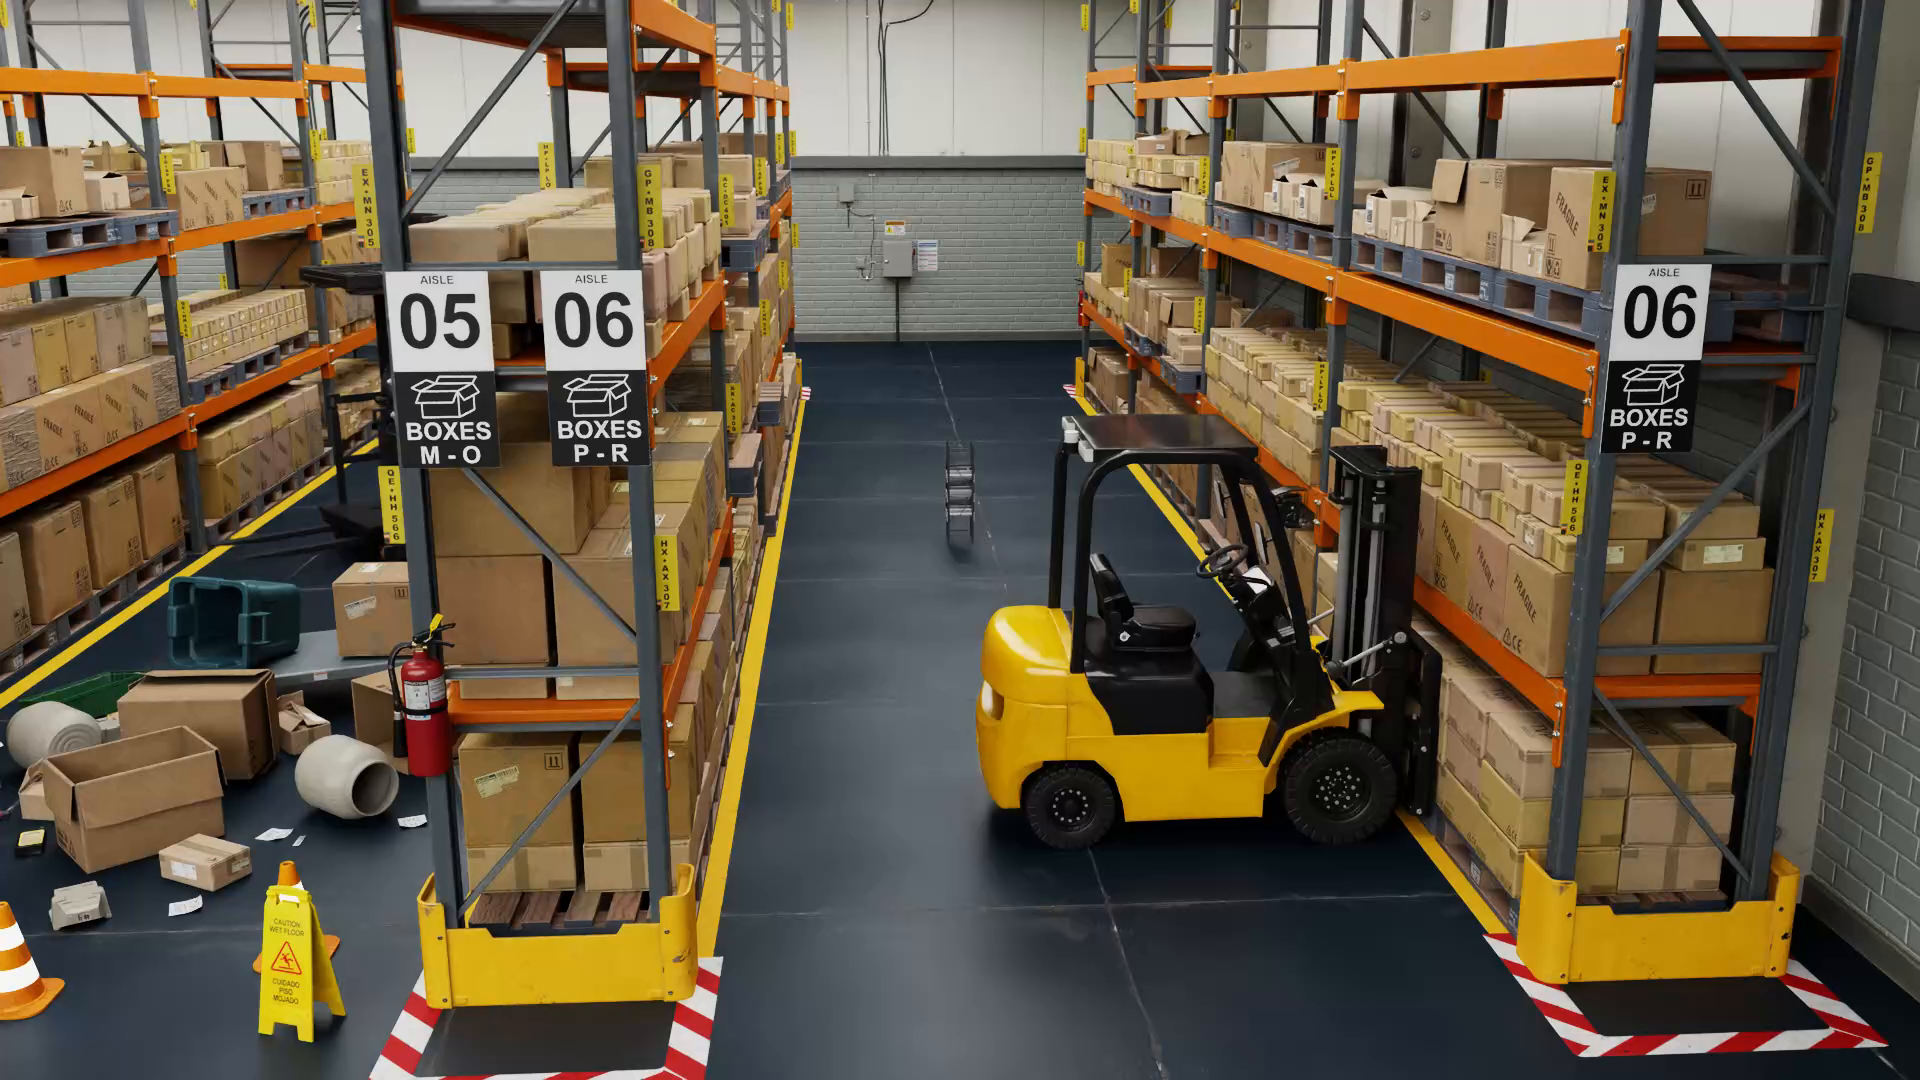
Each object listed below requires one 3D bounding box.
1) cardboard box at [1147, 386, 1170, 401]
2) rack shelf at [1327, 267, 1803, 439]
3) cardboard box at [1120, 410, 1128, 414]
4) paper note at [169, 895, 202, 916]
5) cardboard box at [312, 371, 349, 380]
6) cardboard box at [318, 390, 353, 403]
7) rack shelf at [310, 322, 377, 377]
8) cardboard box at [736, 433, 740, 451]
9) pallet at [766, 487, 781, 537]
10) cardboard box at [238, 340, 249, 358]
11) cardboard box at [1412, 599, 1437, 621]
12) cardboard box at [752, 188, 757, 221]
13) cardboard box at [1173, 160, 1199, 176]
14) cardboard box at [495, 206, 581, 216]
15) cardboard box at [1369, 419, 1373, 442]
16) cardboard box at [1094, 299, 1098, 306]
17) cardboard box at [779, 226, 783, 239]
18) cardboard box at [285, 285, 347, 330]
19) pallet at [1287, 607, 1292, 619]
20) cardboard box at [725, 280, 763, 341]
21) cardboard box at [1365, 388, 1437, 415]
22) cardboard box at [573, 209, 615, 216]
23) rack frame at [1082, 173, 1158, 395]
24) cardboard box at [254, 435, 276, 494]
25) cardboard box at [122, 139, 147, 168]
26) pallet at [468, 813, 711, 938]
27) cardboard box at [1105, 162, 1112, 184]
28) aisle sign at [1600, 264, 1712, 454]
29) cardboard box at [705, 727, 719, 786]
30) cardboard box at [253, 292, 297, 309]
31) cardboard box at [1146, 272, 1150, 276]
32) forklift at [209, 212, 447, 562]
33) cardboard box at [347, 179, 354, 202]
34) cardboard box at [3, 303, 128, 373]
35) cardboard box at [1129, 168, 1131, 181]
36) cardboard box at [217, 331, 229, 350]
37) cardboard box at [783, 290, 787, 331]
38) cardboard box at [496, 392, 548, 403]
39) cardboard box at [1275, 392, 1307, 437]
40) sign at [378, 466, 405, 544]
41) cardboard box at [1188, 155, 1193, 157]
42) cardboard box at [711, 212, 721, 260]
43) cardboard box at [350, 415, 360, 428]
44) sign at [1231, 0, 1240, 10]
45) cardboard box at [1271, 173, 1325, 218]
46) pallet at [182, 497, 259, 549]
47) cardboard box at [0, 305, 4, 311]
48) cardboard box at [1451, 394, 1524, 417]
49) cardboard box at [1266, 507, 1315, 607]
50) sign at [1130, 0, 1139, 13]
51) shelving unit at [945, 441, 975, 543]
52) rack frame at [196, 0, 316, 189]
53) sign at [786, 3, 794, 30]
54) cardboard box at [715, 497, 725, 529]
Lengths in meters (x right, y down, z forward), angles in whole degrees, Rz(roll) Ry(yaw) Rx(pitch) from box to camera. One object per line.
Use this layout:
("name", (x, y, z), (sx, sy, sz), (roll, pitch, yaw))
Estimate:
("cardboard box", (2.291, -1.641, 18.482), (0.380, 0.149, 0.250), (-1, 14, -5))
("rack shelf", (3.059, -1.113, 8.979), (1.077, 0.370, 4.000), (-1, 14, -3))
("cardboard box", (2.112, -1.452, 19.753), (0.380, 0.149, 0.250), (-1, 14, -5))
("paper note", (-3.816, 1.800, 8.193), (0.148, 0.019, 0.142), (-6, 16, -23))
("cardboard box", (-7.872, -2.026, 20.787), (0.380, 0.149, 0.250), (0, 14, -1))
("cardboard box", (-7.286, -1.648, 19.318), (0.380, 0.149, 0.250), (-1, 14, -4))
("rack shelf", (-7.572, -2.465, 20.256), (1.077, 0.370, 4.000), (-1, 14, -3))
("cardboard box", (-1.744, -0.715, 11.669), (0.380, 0.149, 0.250), (-1, 14, -2))
("pallet", (-2.240, -0.270, 15.875), (1.003, 0.211, 1.213), (-1, 14, -3))
("cardboard box", (-7.111, -1.847, 16.072), (0.380, 0.149, 0.250), (-1, 14, -3))
("cardboard box", (2.716, 0.514, 9.900), (0.500, 0.250, 0.500), (0, 14, -2))
("cardboard box", (-1.740, -2.414, 12.052), (0.500, 0.250, 0.500), (-1, 14, -4))
("cardboard box", (2.291, -3.621, 16.190), (0.380, 0.149, 0.250), (-1, 14, -3))
("cardboard box", (-2.060, -1.548, 8.133), (0.380, 0.149, 0.250), (-1, 14, -5))
("cardboard box", (2.754, -0.656, 10.279), (0.380, 0.149, 0.250), (-1, 14, -4))
("cardboard box", (2.000, -3.220, 22.249), (0.380, 0.149, 0.250), (-1, 14, -2))
("cardboard box", (-2.350, -3.726, 20.204), (0.380, 0.149, 0.250), (-1, 14, -3))
("cardboard box", (-7.228, -2.636, 18.677), (0.500, 0.500, 0.500), (-1, 14, -4))
("pallet", (2.851, 0.662, 12.254), (1.003, 0.211, 1.213), (-1, 14, -3))
("cardboard box", (-2.053, -2.082, 15.116), (0.500, 0.500, 0.500), (-1, 14, -5))
("cardboard box", (2.783, -0.865, 10.494), (0.380, 0.149, 0.250), (-1, 14, -3))
("cardboard box", (-1.627, -1.491, 7.911), (0.380, 0.149, 0.250), (-1, 14, -4))
("rack frame", (2.192, -3.490, 22.795), (1.000, 3.000, 0.127), (-1, 14, -3))
("cardboard box", (-7.061, -0.747, 16.306), (0.500, 0.500, 0.500), (-1, 14, -5))
("cardboard box", (-7.585, -3.610, 15.502), (0.396, 0.266, 0.258), (-1, 14, -3))
("pallet", (-1.790, 1.695, 8.237), (1.003, 0.211, 1.213), (-1, 14, -3))
("cardboard box", (2.073, -4.518, 20.474), (0.500, 0.250, 0.500), (-1, 14, -4))
("aisle sign", (2.894, -0.749, 6.925), (0.394, 0.787, 0.004), (-1, 14, -3))
("cardboard box", (-1.615, 1.227, 9.136), (0.500, 0.250, 0.500), (0, 14, 0))
("cardboard box", (-7.211, -2.523, 17.502), (0.380, 0.149, 0.250), (-1, 14, -5))
("cardboard box", (2.485, -3.451, 22.348), (0.500, 0.250, 0.500), (0, 14, -2))
("forklift", (-5.073, -1.358, 14.644), (3.031, 2.935, 1.130), (-13, 19, -41))
("cardboard box", (-7.267, -4.070, 19.329), (0.500, 0.250, 0.500), (0, 14, -1))
("cardboard box", (-7.150, -1.617, 13.306), (0.700, 0.500, 0.500), (-1, 14, -4))
("cardboard box", (2.061, -3.998, 18.209), (0.380, 0.149, 0.250), (-1, 14, -3))
("cardboard box", (-7.085, -1.867, 15.551), (0.380, 0.149, 0.250), (-1, 14, -3))
("cardboard box", (-2.309, -2.712, 19.571), (0.500, 0.500, 0.500), (-1, 14, -3))
("cardboard box", (-2.178, -0.485, 8.311), (0.700, 0.500, 0.500), (-1, 14, -4))
("cardboard box", (2.611, -0.921, 12.109), (0.500, 0.250, 0.500), (-1, 14, -5))
("sign", (-2.326, -0.144, 6.831), (0.100, 0.325, 0.005), (-1, 14, -3))
("cardboard box", (2.637, -4.024, 17.713), (0.380, 0.149, 0.250), (-1, 14, -5))
("cardboard box", (-1.722, -1.846, 10.090), (0.500, 0.250, 0.500), (-1, 14, -4))
("cardboard box", (-7.234, -1.362, 19.402), (0.380, 0.149, 0.250), (-1, 14, -4))
("sign", (2.993, -5.940, 18.084), (0.100, 0.325, 0.005), (-1, 14, -3))
("cardboard box", (2.600, -2.534, 12.196), (0.500, 0.311, 0.500), (-1, 14, -5))
("pallet", (-7.248, -0.165, 15.469), (1.003, 0.211, 1.213), (-1, 14, -3))
("cardboard box", (-12.255, -2.865, 20.870), (0.380, 0.149, 0.250), (-1, 14, -2))
("cardboard box", (3.261, -0.809, 10.275), (0.380, 0.149, 0.250), (-1, 14, -4))
("cardboard box", (2.851, 0.118, 12.694), (0.875, 0.625, 0.625), (-1, 14, -4))
("sign", (1.897, -5.888, 18.040), (0.100, 0.325, 0.005), (-1, 14, -3))
("shelving unit", (-0.001, -0.438, 15.146), (0.258, 0.900, 0.210), (-1, 14, -3))
("rack frame", (-7.448, -5.222, 17.485), (1.000, 3.000, 0.127), (-1, 14, -3))
("sign", (-2.219, -6.814, 21.639), (0.100, 0.325, 0.005), (-1, 14, -3))
("cardboard box", (-1.672, -0.169, 10.393), (0.380, 0.149, 0.250), (-1, 14, -2))
